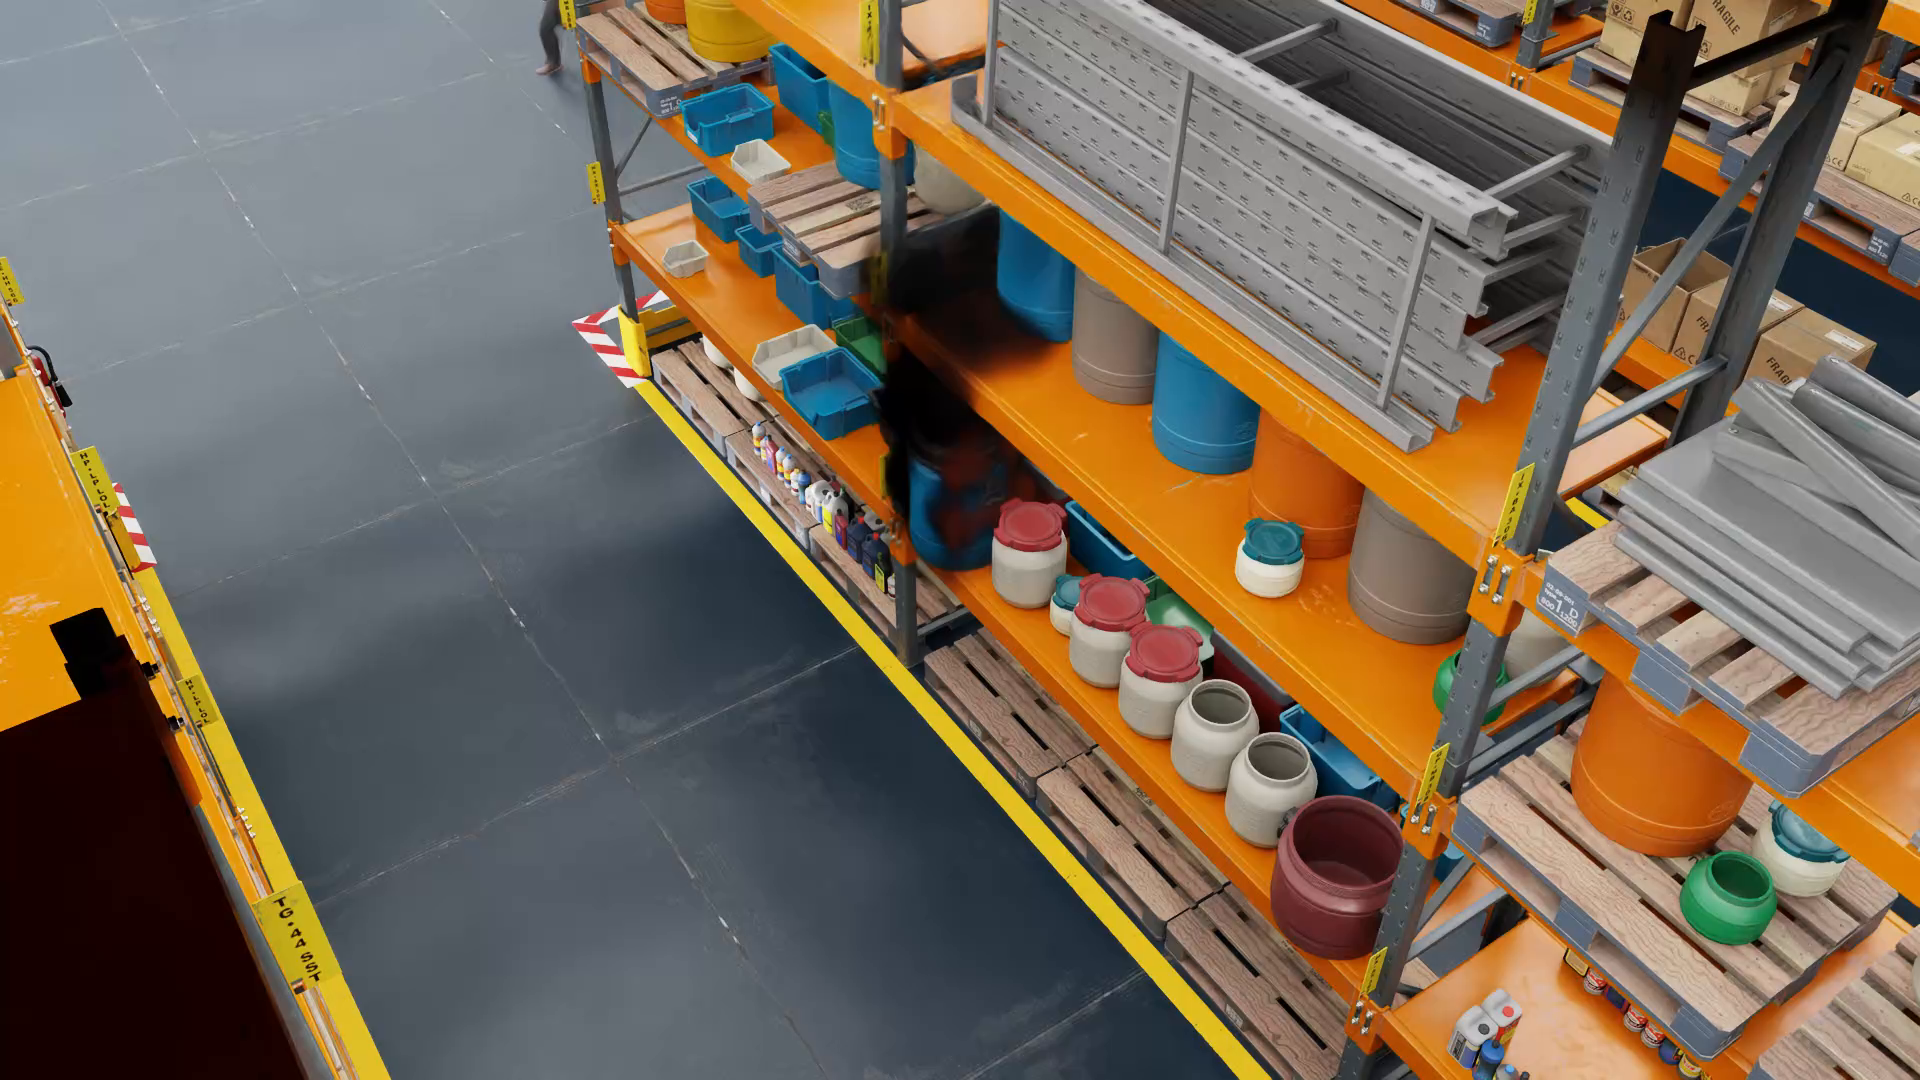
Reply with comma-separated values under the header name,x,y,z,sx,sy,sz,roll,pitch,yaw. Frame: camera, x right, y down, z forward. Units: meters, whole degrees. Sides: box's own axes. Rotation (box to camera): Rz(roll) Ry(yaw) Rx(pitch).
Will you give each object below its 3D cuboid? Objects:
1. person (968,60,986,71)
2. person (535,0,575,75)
name,x,y,z,sx,sy,sz,roll,pitch,yaw
person,0.225,-4.990,15.901,0.739,1.797,0.684,-1,43,-1
person,-3.898,-5.416,16.500,0.892,1.619,0.564,-8,43,-8
